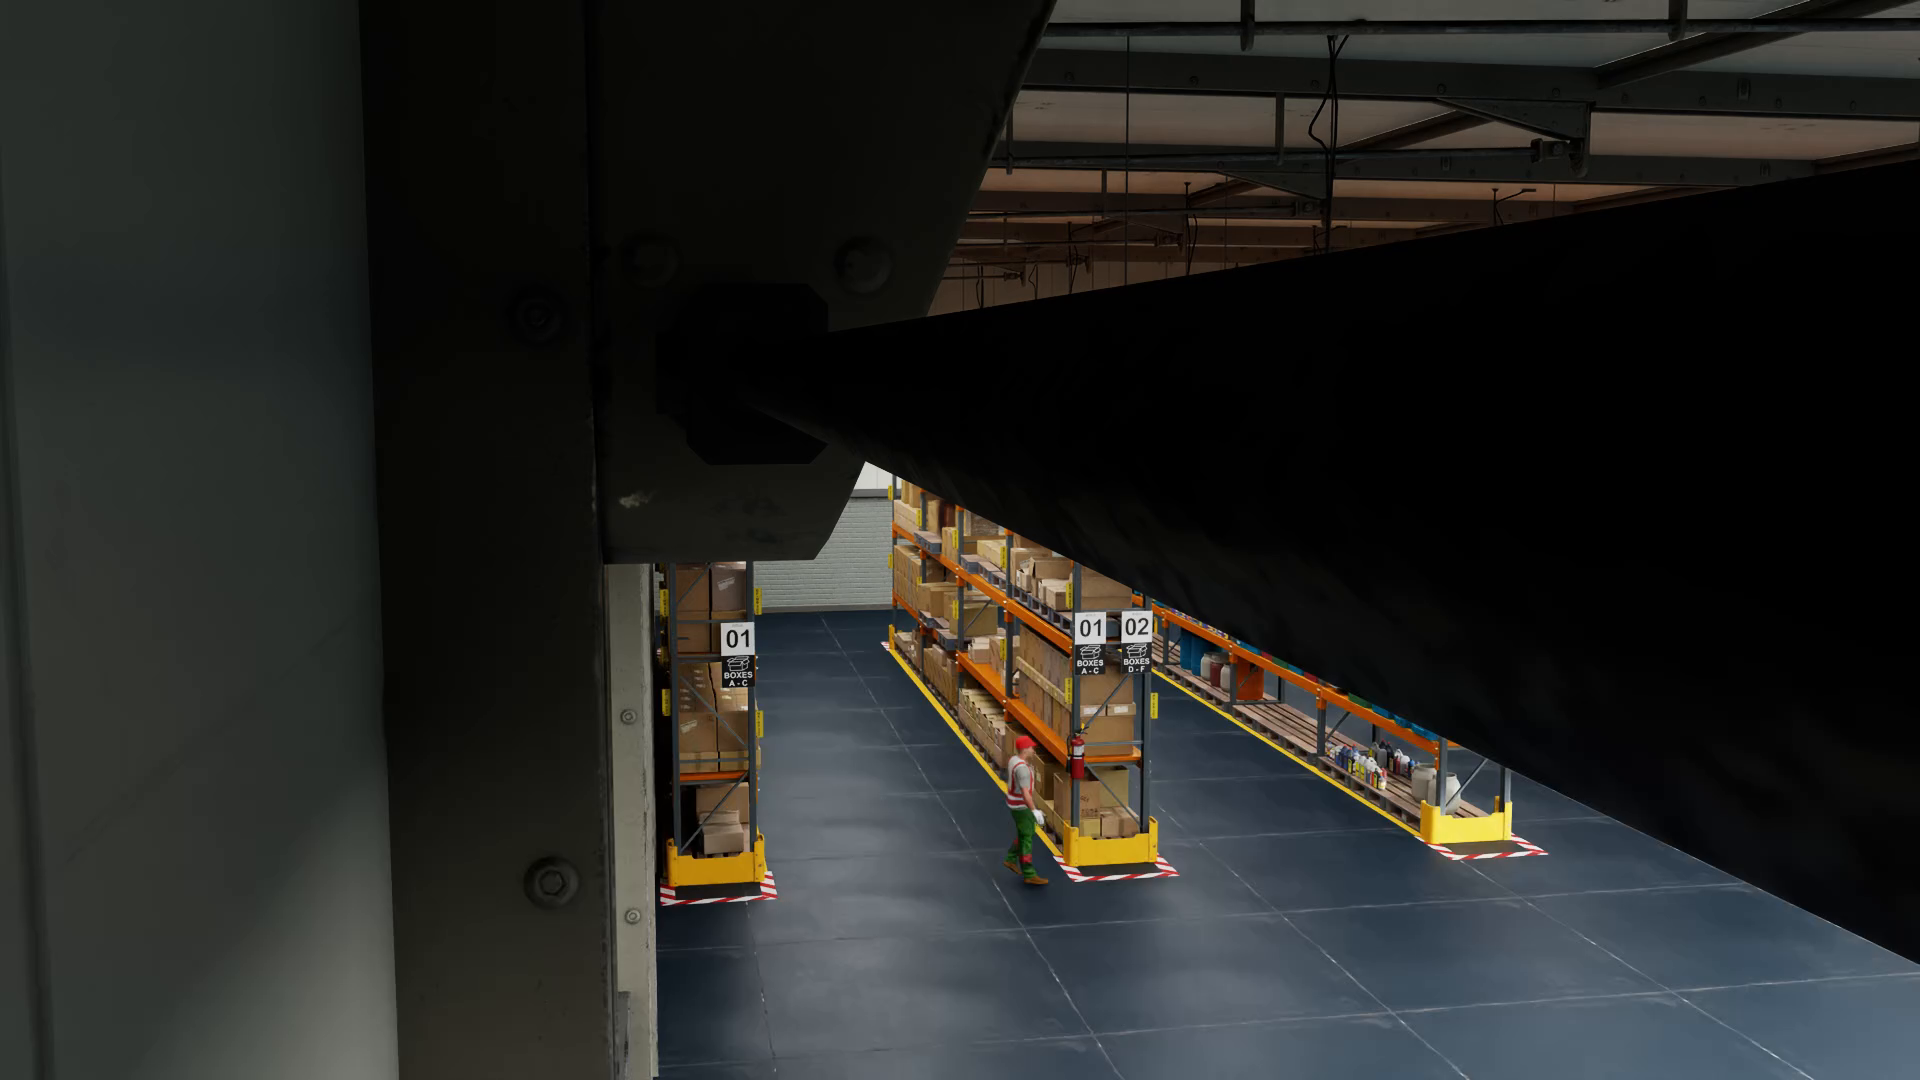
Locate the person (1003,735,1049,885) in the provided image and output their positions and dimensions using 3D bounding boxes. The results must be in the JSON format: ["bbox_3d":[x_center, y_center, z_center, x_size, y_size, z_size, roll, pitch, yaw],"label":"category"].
[{"bbox_3d":[0.791,3.255,20.234,0.531,1.786,0.673,-1,6,-5],"label":"person"}]
